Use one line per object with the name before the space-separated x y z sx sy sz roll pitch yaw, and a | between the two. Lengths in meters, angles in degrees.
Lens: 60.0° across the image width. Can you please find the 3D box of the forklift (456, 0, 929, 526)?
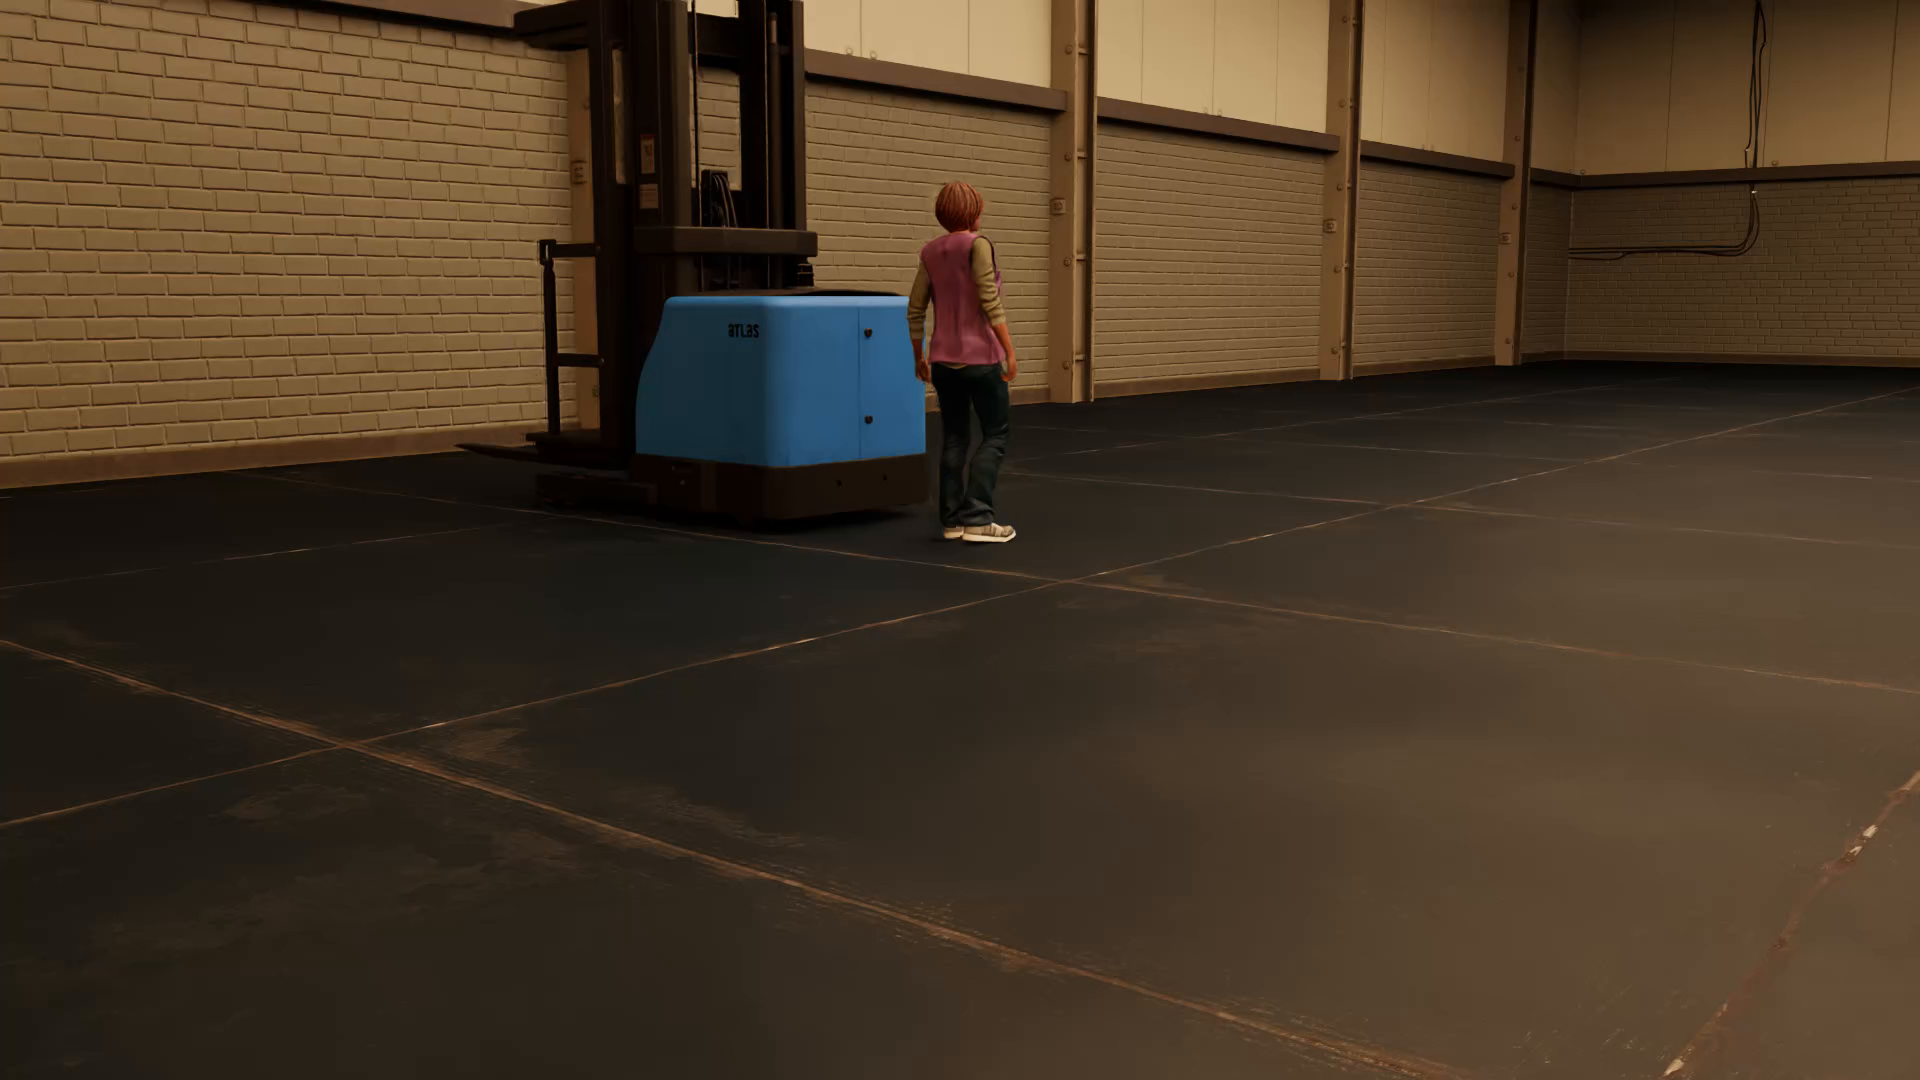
forklift | -1.581 -1.668 8.680 3.031 2.935 1.130 8 11 42

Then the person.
person | 0.051 -0.780 7.349 0.518 1.579 0.375 7 11 39
